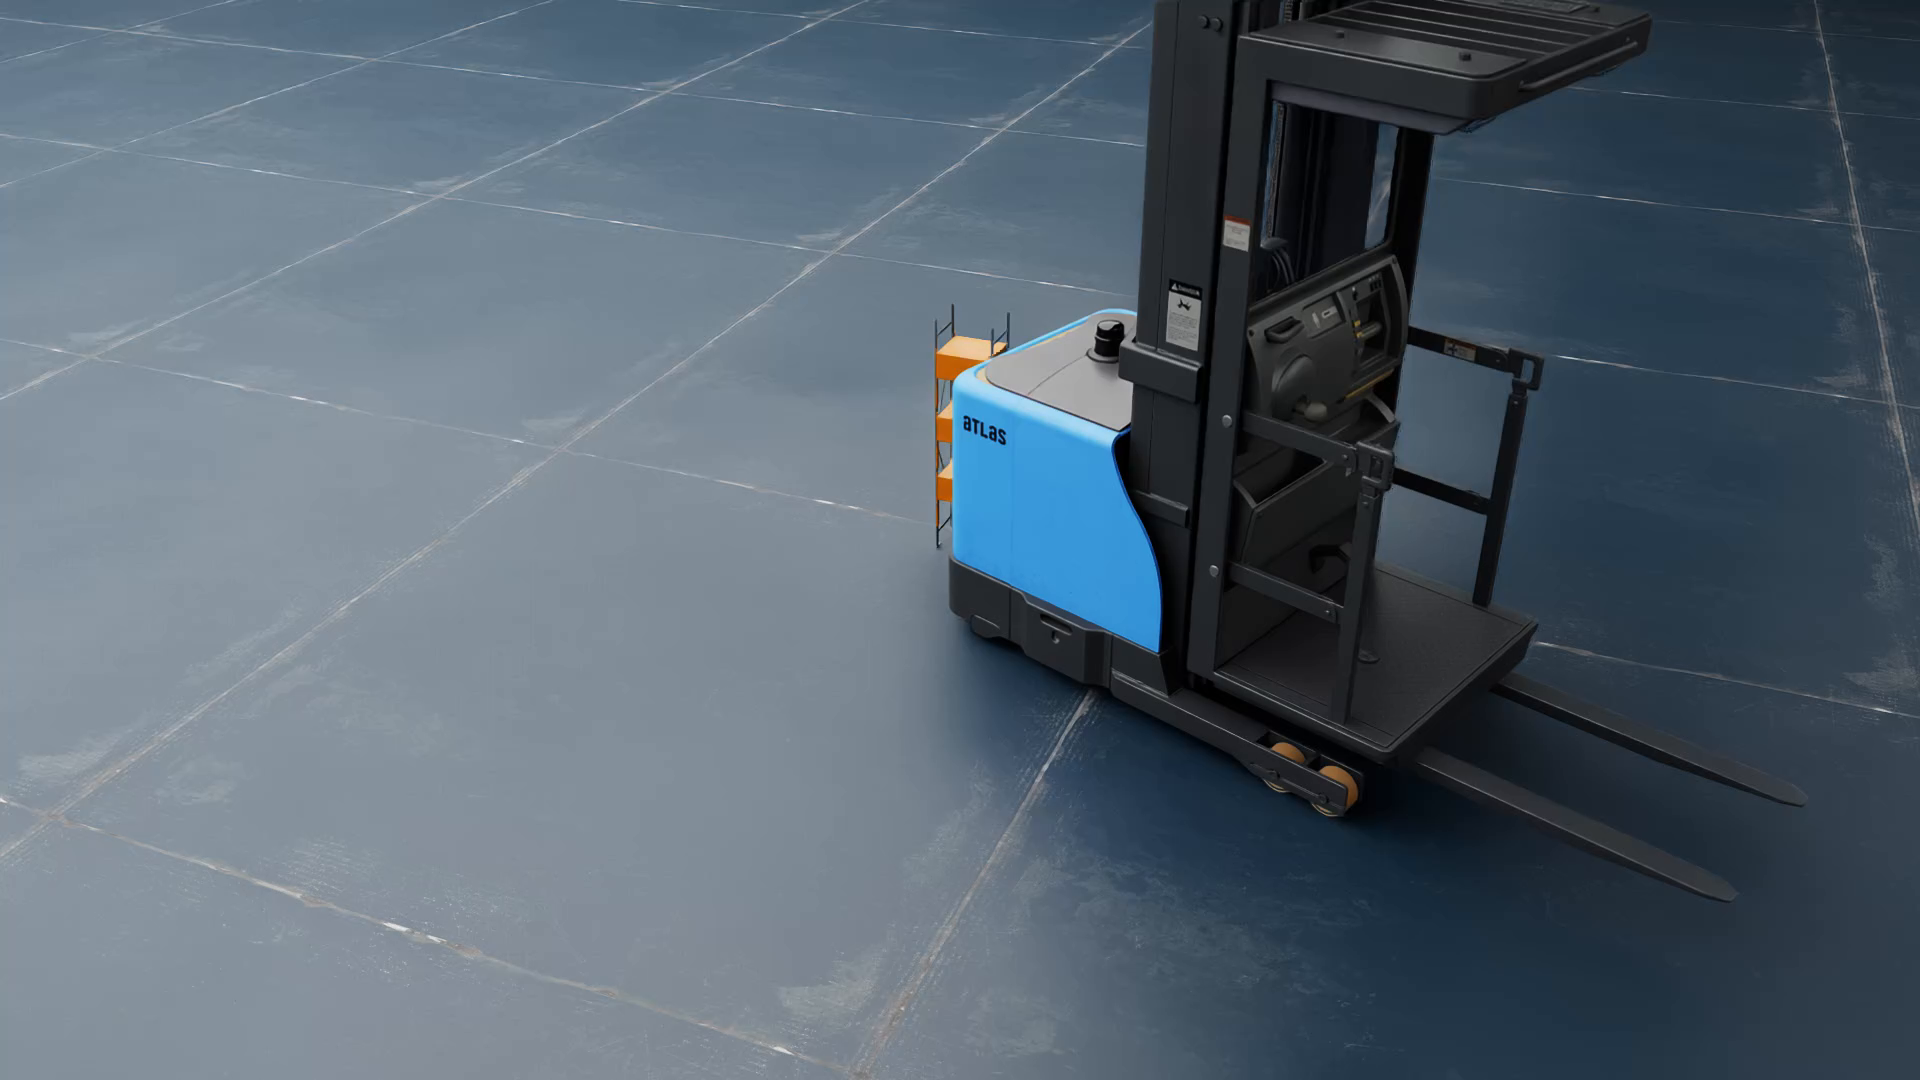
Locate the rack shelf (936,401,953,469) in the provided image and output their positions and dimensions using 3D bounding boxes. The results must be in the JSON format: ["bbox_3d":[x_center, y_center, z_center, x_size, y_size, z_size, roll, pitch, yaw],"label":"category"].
[{"bbox_3d":[0.050,-0.438,6.979,0.240,0.259,0.215,11,31,19],"label":"rack shelf"}]

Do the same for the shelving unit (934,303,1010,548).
[{"bbox_3d":[0.050,-0.447,6.974,0.252,1.050,0.215,11,31,19],"label":"shelving unit"}]

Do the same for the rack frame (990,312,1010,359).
[{"bbox_3d":[0.163,-0.425,6.934,0.008,1.050,0.200,11,31,19],"label":"rack frame"}]

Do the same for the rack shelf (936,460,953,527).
[{"bbox_3d":[0.050,-0.196,7.116,0.240,0.259,0.215,11,31,19],"label":"rack shelf"}]

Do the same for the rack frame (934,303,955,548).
[{"bbox_3d":[-0.063,-0.470,7.014,0.008,1.050,0.200,11,31,19],"label":"rack frame"}]

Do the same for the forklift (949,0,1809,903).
[{"bbox_3d":[1.383,-0.637,5.398,3.031,2.935,1.130,24,37,36],"label":"forklift"}]

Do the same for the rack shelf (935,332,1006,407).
[{"bbox_3d":[0.050,-0.685,6.840,0.240,0.259,0.215,11,31,19],"label":"rack shelf"}]
